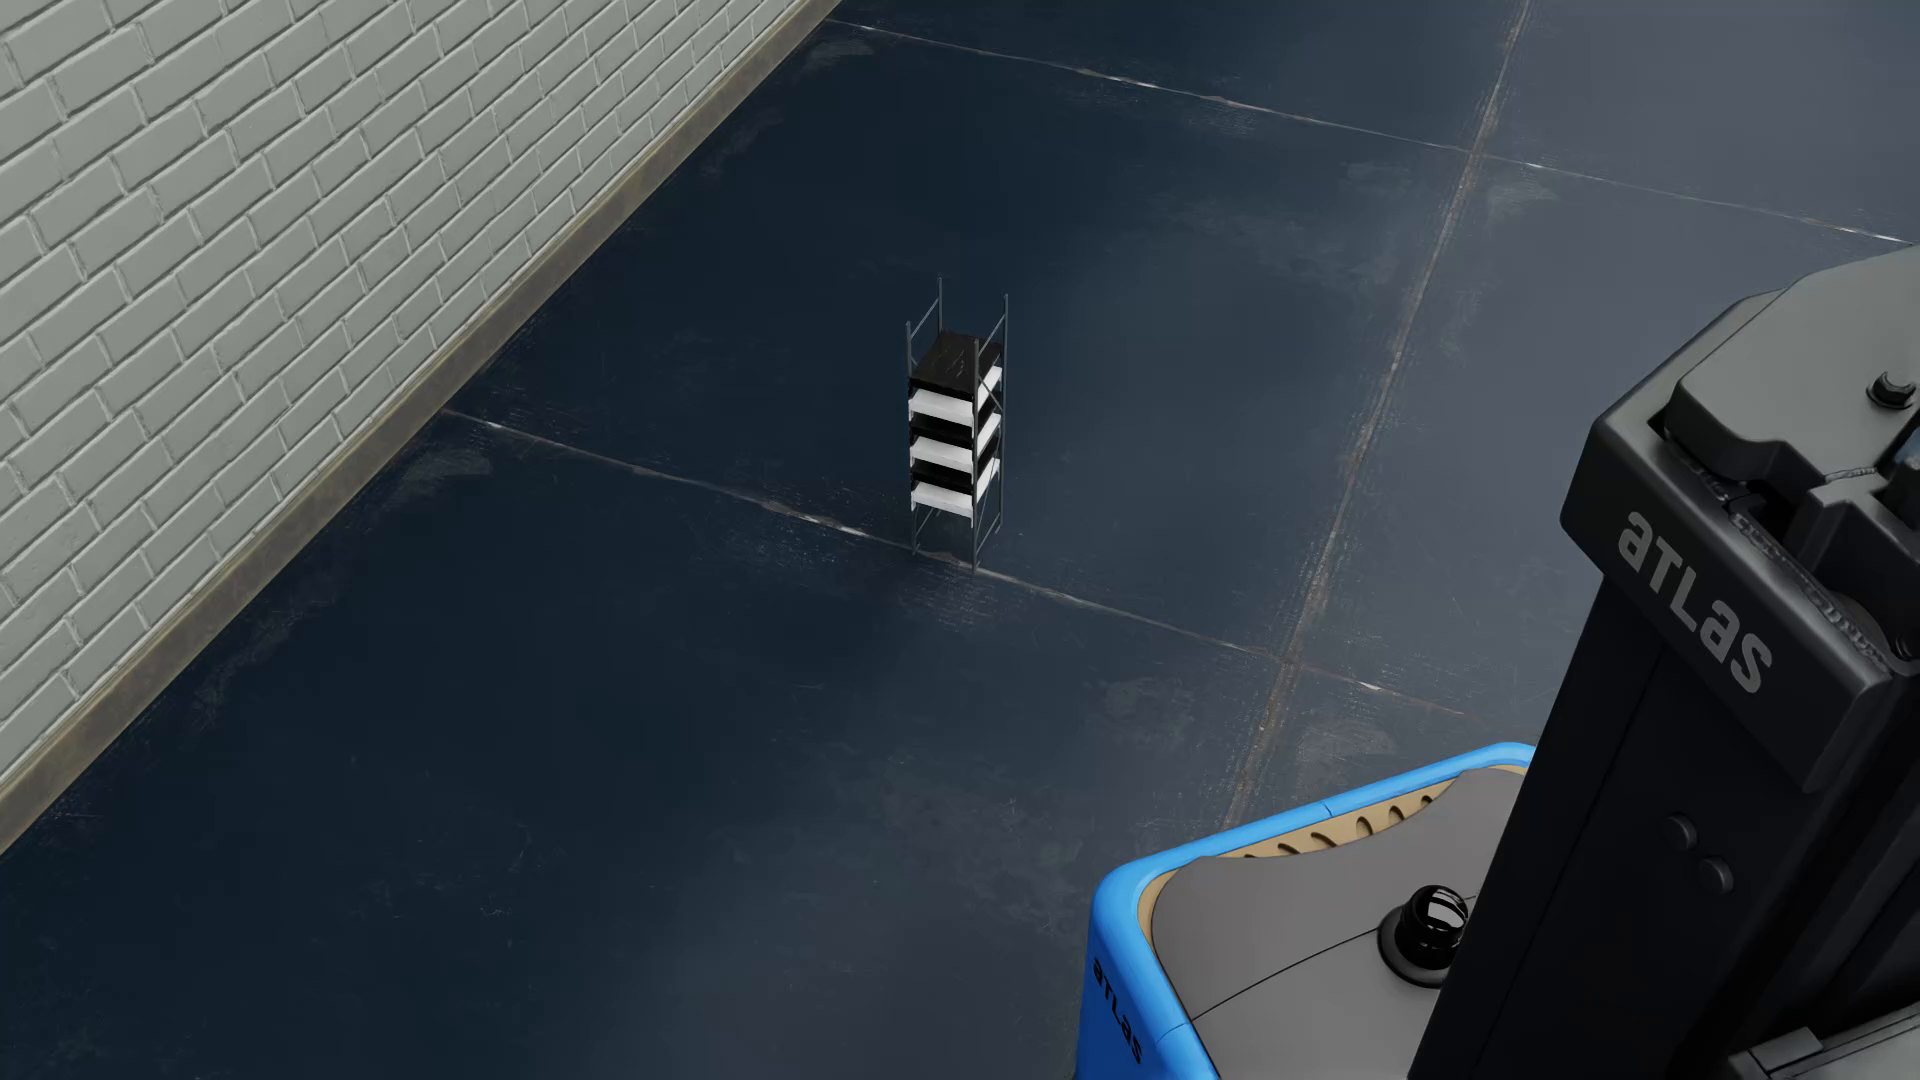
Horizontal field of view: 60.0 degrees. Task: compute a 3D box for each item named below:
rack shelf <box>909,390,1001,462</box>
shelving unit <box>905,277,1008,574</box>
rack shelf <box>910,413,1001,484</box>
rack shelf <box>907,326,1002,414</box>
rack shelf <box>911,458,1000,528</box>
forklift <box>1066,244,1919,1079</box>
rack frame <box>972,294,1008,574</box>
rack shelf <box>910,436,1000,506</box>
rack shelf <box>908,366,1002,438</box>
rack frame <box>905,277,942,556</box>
[{"bbox_3d":[-0.007,-0.361,4.895,0.200,0.077,0.258,16,47,16],"label":"rack shelf"},{"bbox_3d":[-0.007,-0.321,4.935,0.210,0.900,0.258,16,47,16],"label":"shelving unit"},{"bbox_3d":[-0.007,-0.298,4.958,0.200,0.077,0.258,16,47,16],"label":"rack shelf"},{"bbox_3d":[-0.007,-0.489,4.768,0.200,0.077,0.258,16,47,16],"label":"rack shelf"},{"bbox_3d":[-0.007,-0.170,5.085,0.200,0.077,0.258,16,47,16],"label":"rack shelf"},{"bbox_3d":[1.220,1.203,1.962,1.130,2.935,3.031,-15,47,-14],"label":"forklift"},{"bbox_3d":[0.086,-0.294,4.907,0.006,0.900,0.240,16,47,16],"label":"rack frame"},{"bbox_3d":[-0.007,-0.234,5.022,0.200,0.077,0.258,16,47,16],"label":"rack shelf"},{"bbox_3d":[-0.007,-0.425,4.831,0.200,0.077,0.258,16,47,16],"label":"rack shelf"},{"bbox_3d":[-0.101,-0.349,4.963,0.006,0.900,0.240,16,47,16],"label":"rack frame"}]
